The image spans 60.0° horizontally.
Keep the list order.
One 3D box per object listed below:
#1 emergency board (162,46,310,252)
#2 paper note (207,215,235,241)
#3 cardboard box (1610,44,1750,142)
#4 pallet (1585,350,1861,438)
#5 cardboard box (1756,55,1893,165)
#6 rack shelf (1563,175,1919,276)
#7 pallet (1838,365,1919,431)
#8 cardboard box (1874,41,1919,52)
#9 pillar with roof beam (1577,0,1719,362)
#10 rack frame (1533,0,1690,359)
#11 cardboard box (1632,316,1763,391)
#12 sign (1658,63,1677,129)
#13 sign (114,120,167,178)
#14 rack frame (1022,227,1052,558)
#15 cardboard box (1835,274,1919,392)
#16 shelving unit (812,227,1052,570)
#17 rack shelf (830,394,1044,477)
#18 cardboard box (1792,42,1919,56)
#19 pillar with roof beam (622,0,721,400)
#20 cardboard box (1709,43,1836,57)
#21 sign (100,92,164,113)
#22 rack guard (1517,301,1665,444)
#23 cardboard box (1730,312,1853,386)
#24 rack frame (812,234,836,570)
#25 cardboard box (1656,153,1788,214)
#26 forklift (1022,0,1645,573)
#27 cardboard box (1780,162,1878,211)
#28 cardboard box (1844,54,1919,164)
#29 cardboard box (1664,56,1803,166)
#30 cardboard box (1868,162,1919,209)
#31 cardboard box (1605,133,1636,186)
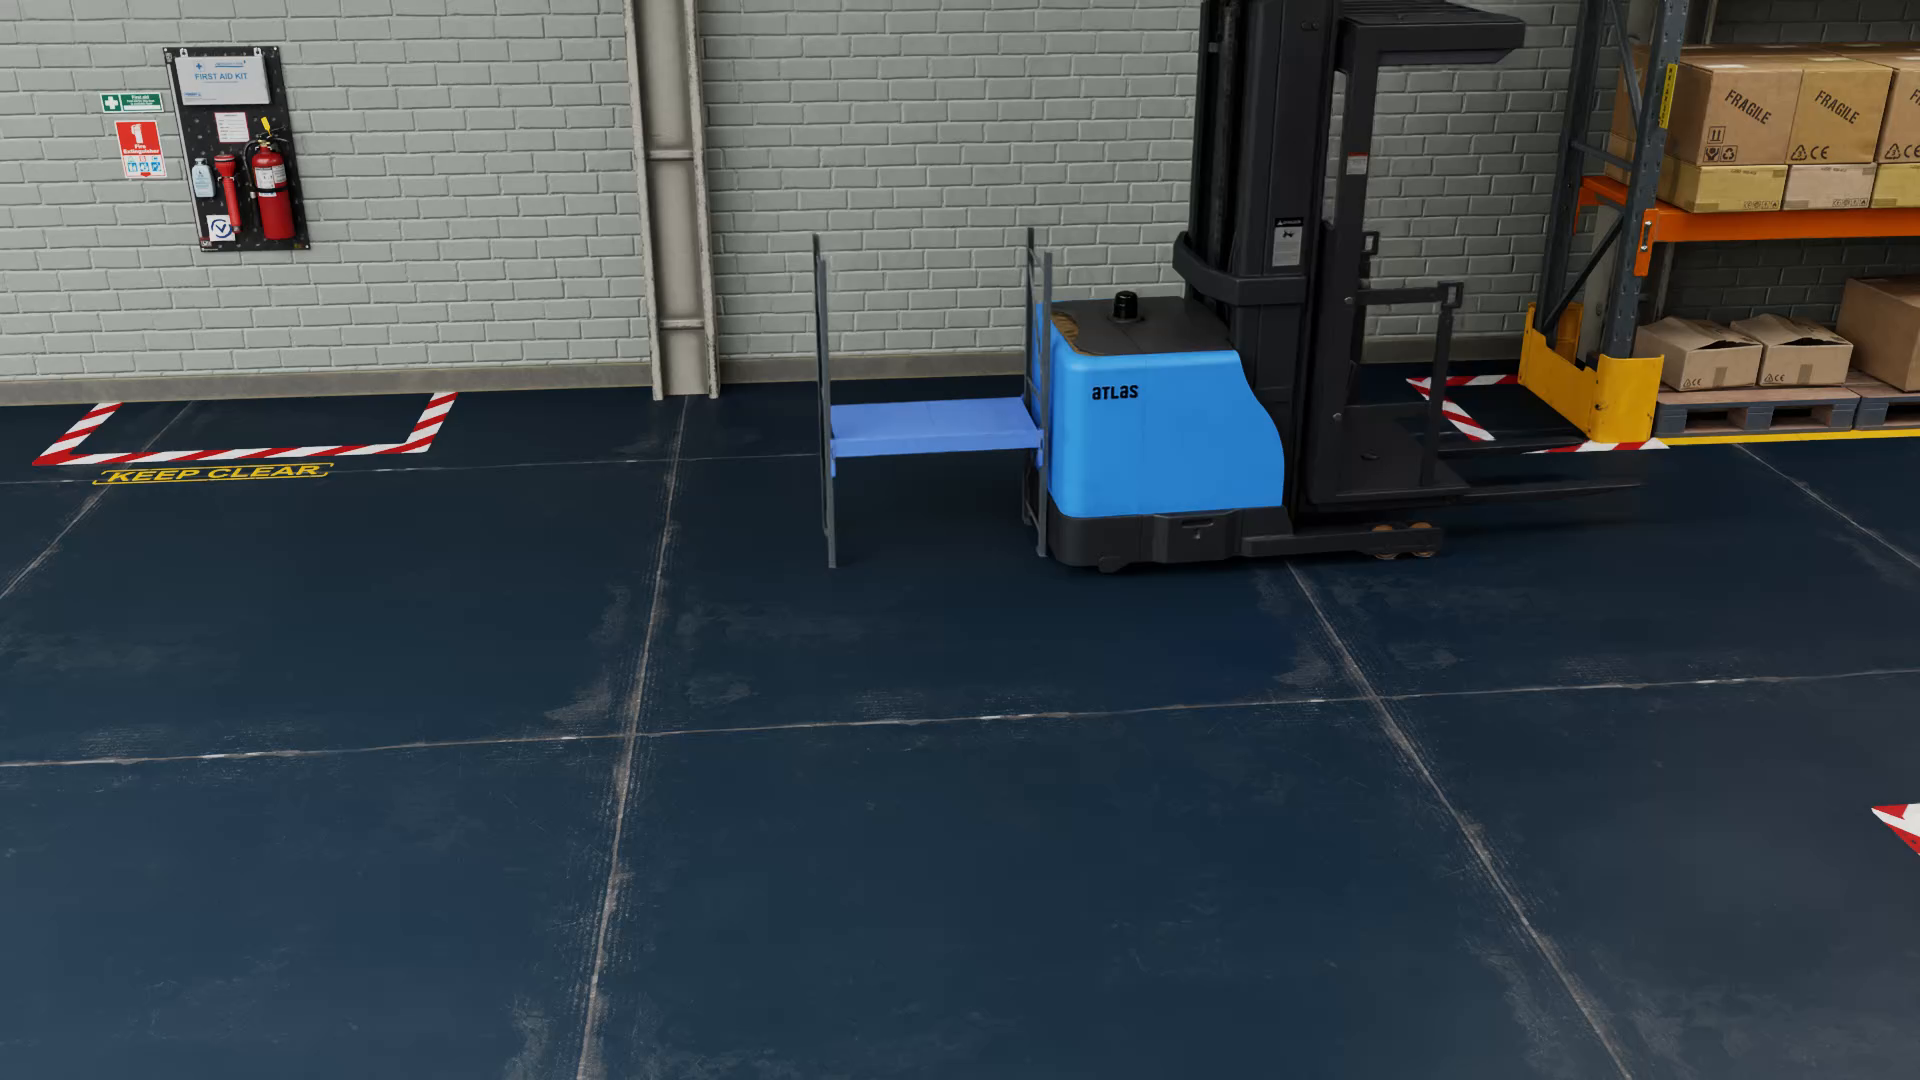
[{"bbox_3d":[-4.157,-2.214,9.538,0.643,1.169,0.194,-2,24,-5],"label":"emergency board"},{"bbox_3d":[-4.340,-1.832,9.763,0.142,0.148,0.016,-2,24,-5],"label":"paper note"},{"bbox_3d":[4.114,-2.547,9.524,0.500,0.500,0.500,-3,24,-6],"label":"cardboard box"},{"bbox_3d":[4.553,-0.906,10.028,1.213,0.211,1.003,-2,24,-5],"label":"pallet"},{"bbox_3d":[4.663,-2.356,9.093,0.500,0.500,0.500,-2,24,-5],"label":"cardboard box"},{"bbox_3d":[5.656,-1.910,9.740,4.000,0.370,1.077,-2,24,-5],"label":"rack shelf"},{"bbox_3d":[5.765,-0.953,10.135,1.213,0.211,1.003,-2,24,-5],"label":"pallet"},{"bbox_3d":[5.631,-2.606,9.656,0.500,0.500,0.500,-2,24,-4],"label":"cardboard box"},{"bbox_3d":[4.700,-3.538,5.130,0.400,9.000,9.100,-2,24,-5],"label":"pillar with roof beam"},{"bbox_3d":[3.666,-2.159,9.414,0.127,3.000,1.000,-2,24,-5],"label":"rack frame"},{"bbox_3d":[4.363,-1.123,9.851,0.500,0.311,0.500,-5,24,-11],"label":"cardboard box"},{"bbox_3d":[3.719,-2.335,8.745,0.005,0.325,0.100,-2,24,-5],"label":"sign"},{"bbox_3d":[-4.717,-2.250,9.575,0.234,0.329,0.001,-2,24,-5],"label":"sign"},{"bbox_3d":[0.366,-0.702,7.982,0.032,1.500,0.500,-3,24,-7],"label":"rack frame"},{"bbox_3d":[5.665,-1.241,9.885,0.500,0.500,0.700,-4,24,-8],"label":"cardboard box"},{"bbox_3d":[-0.138,-0.674,7.919,1.048,1.500,0.538,-3,24,-7],"label":"shelving unit"},{"bbox_3d":[-0.138,-0.509,7.992,1.000,0.185,0.538,-3,24,-7],"label":"rack shelf"},{"bbox_3d":[5.130,-2.586,9.611,0.500,0.500,0.500,-3,24,-7],"label":"cardboard box"},{"bbox_3d":[-1.271,-3.298,4.592,0.400,9.000,9.100,-2,24,-5],"label":"pillar with roof beam"},{"bbox_3d":[4.616,-2.563,9.560,0.500,0.500,0.500,-2,24,-4],"label":"cardboard box"},{"bbox_3d":[-4.712,-2.488,9.459,0.331,0.109,0.001,-2,24,-5],"label":"sign"},{"bbox_3d":[3.741,-1.020,9.929,0.348,0.500,1.175,-2,24,-5],"label":"rack guard"},{"bbox_3d":[4.930,-1.145,9.903,0.500,0.311,0.500,0,24,-1],"label":"cardboard box"},{"bbox_3d":[-0.641,-0.646,7.857,0.032,1.500,0.500,-3,24,-7],"label":"rack frame"},{"bbox_3d":[4.182,-1.991,9.196,0.500,0.250,0.500,-3,24,-7],"label":"cardboard box"},{"bbox_3d":[1.886,-1.451,7.905,3.031,2.935,1.130,-4,24,-8],"label":"forklift"},{"bbox_3d":[4.698,-2.017,9.255,0.500,0.250,0.500,-3,24,-7],"label":"cardboard box"},{"bbox_3d":[5.178,-2.374,9.134,0.500,0.500,0.500,-3,24,-7],"label":"cardboard box"},{"bbox_3d":[4.170,-2.340,9.058,0.500,0.500,0.500,-2,24,-5],"label":"cardboard box"},{"bbox_3d":[5.205,-2.035,9.296,0.500,0.250,0.500,-3,24,-6],"label":"cardboard box"},{"bbox_3d":[4.112,-2.197,9.659,0.500,0.250,0.500,-2,24,-4],"label":"cardboard box"}]
